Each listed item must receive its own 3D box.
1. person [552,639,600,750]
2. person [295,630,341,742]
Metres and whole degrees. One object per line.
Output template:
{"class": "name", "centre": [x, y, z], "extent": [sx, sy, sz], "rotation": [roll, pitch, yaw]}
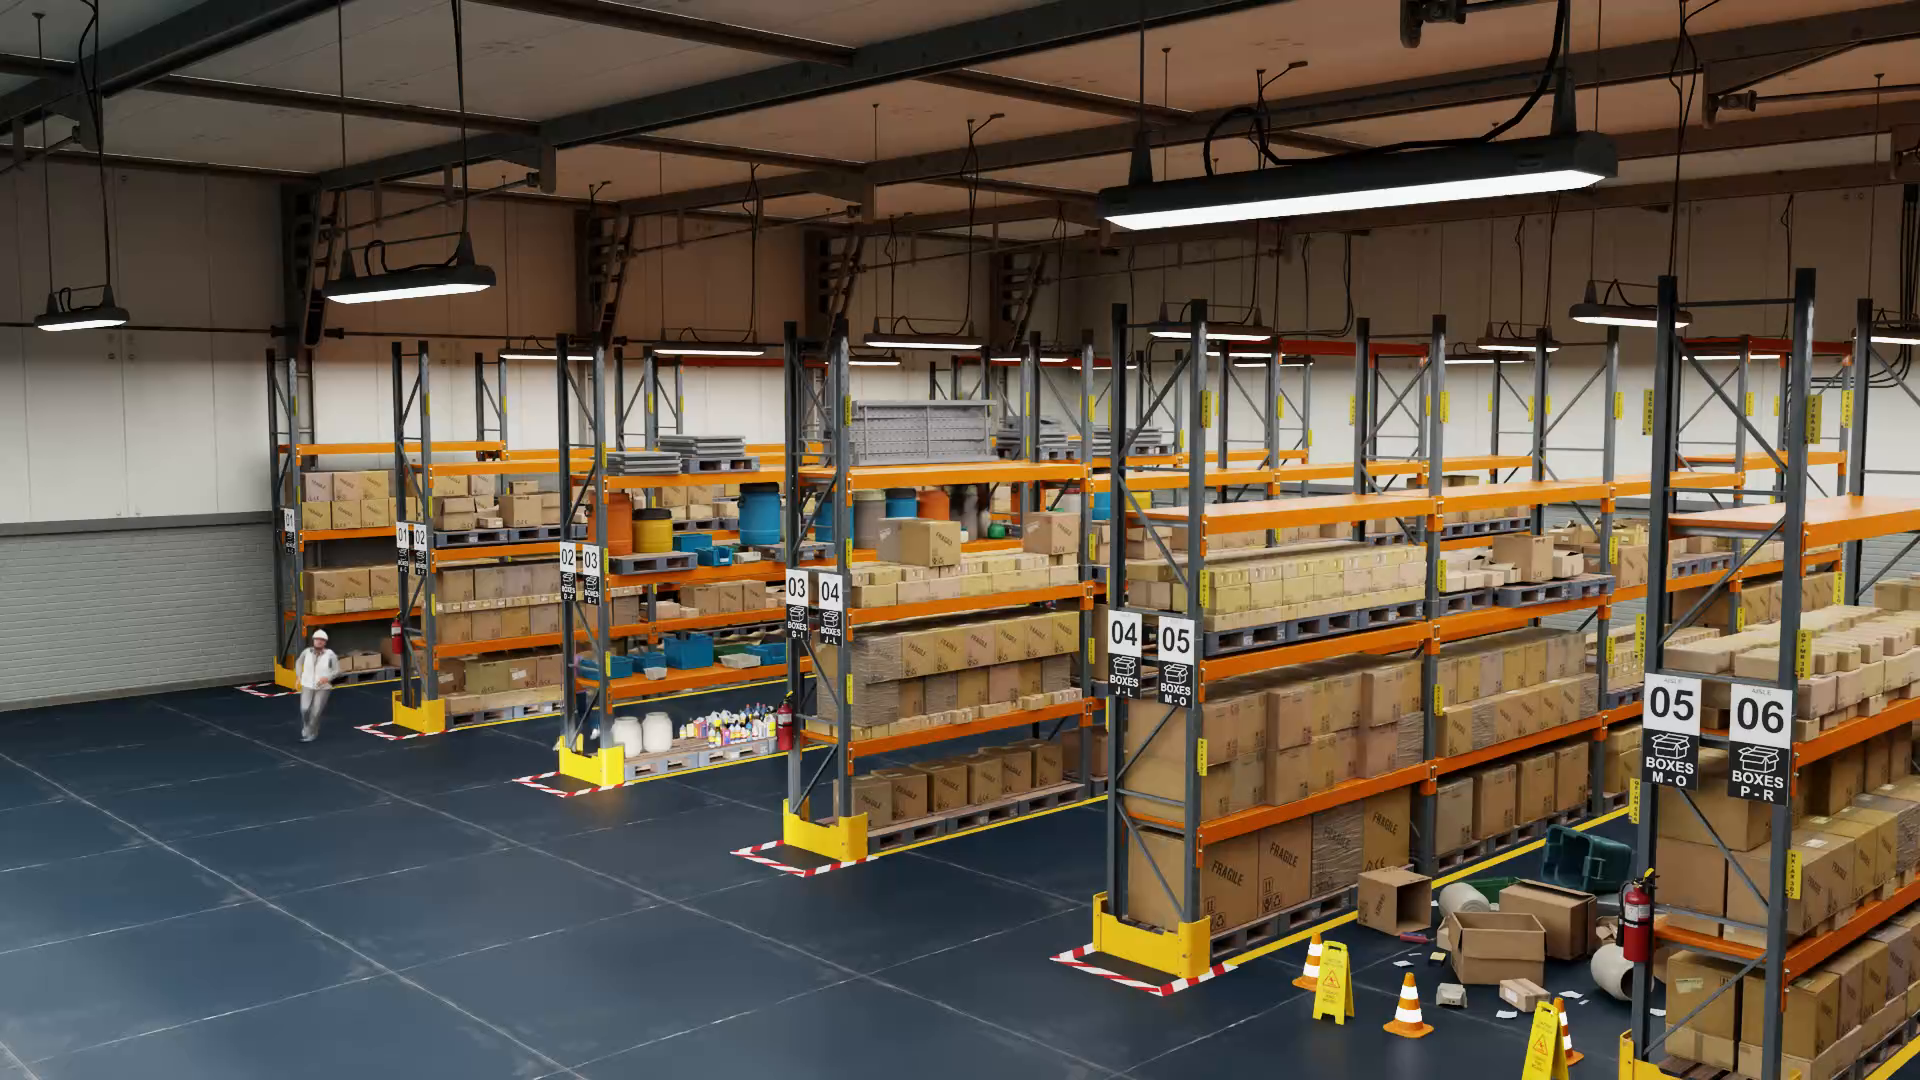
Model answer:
{"class": "person", "centre": [-5.641, 2.238, 24.421], "extent": [0.549, 1.589, 0.885], "rotation": [3, 6, 35]}
{"class": "person", "centre": [-9.589, 2.181, 24.808], "extent": [0.691, 1.700, 0.612], "rotation": [-1, 5, -10]}
